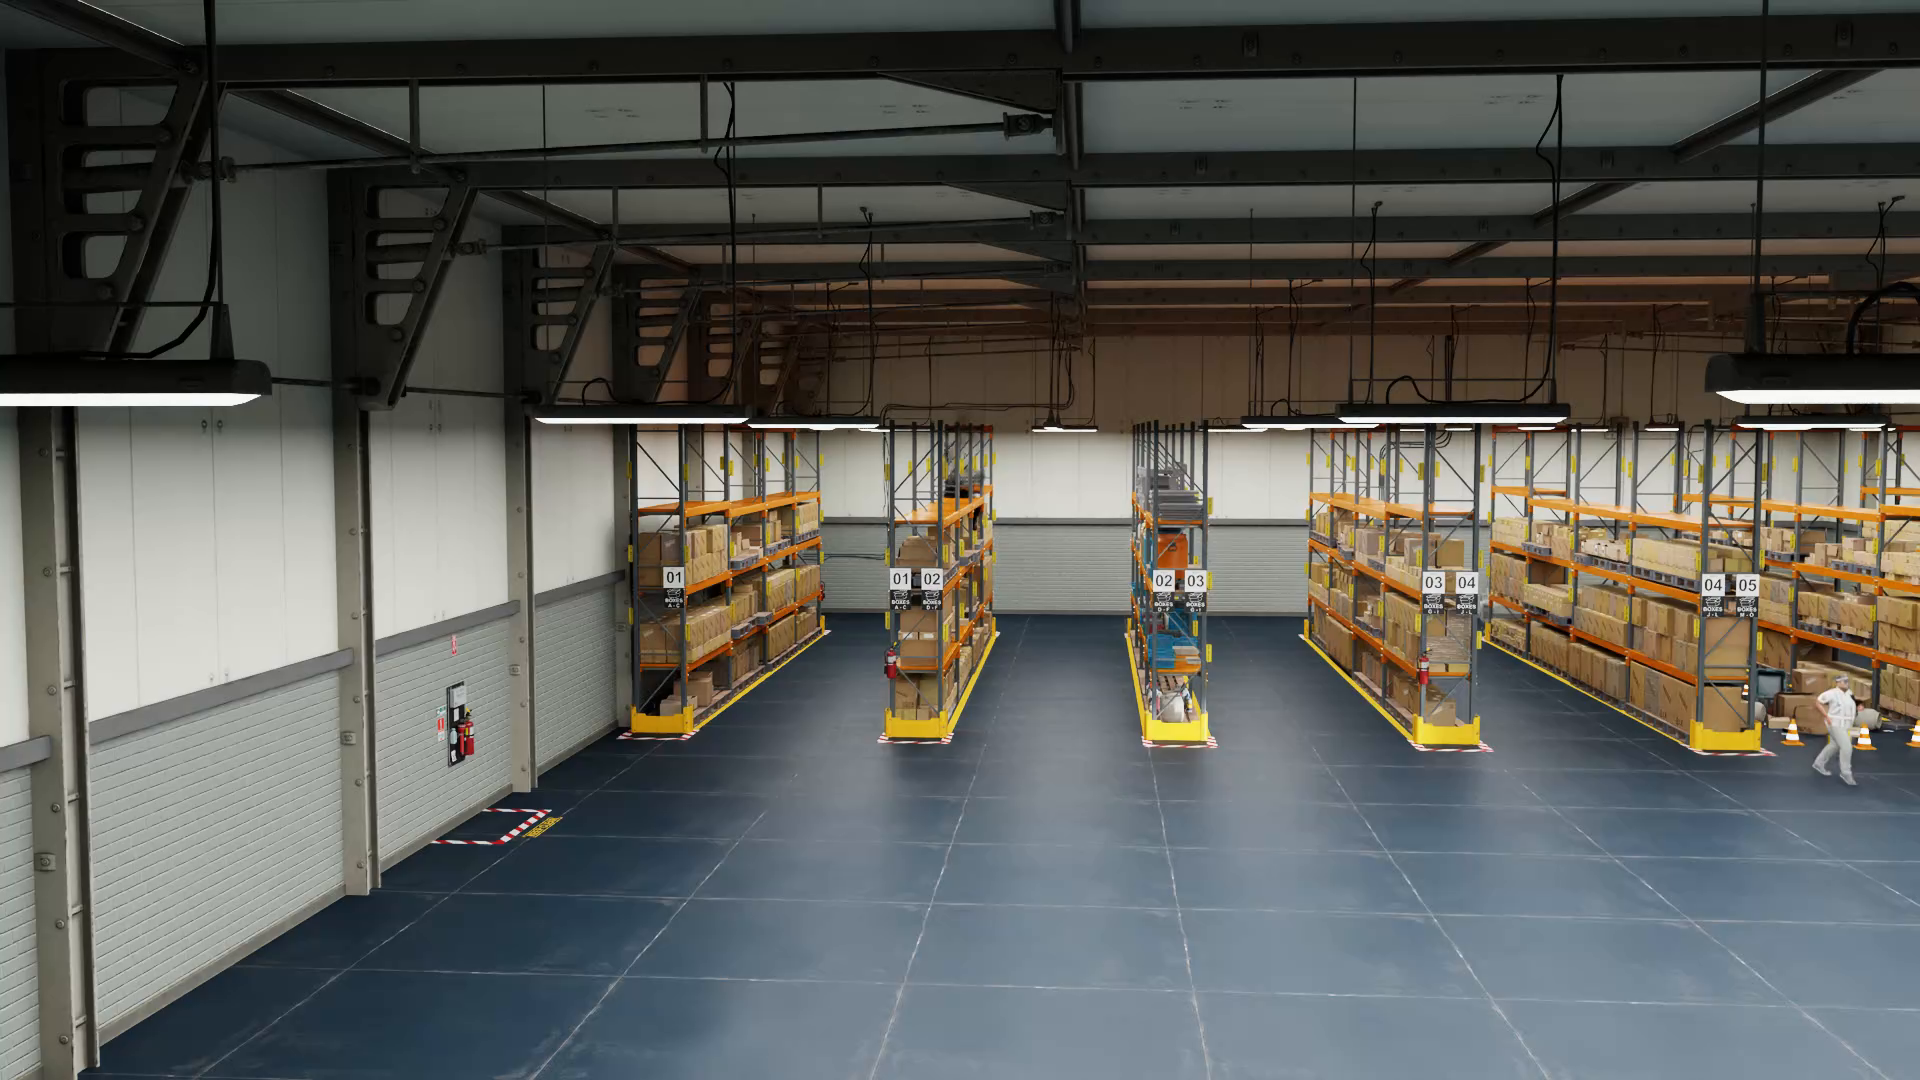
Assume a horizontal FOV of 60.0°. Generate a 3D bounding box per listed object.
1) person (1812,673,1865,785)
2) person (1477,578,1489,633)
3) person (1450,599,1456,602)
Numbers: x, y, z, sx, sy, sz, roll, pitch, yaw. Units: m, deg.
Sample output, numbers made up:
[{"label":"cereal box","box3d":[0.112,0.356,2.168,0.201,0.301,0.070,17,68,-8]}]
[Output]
[{"label":"person","box3d":[14.556,3.106,27.565,0.630,1.848,0.814,-3,4,-35]},{"label":"person","box3d":[15.075,1.896,47.672,0.572,1.624,0.711,2,4,27]},{"label":"person","box3d":[13.329,2.067,44.603,0.678,1.711,0.658,1,4,15]}]
